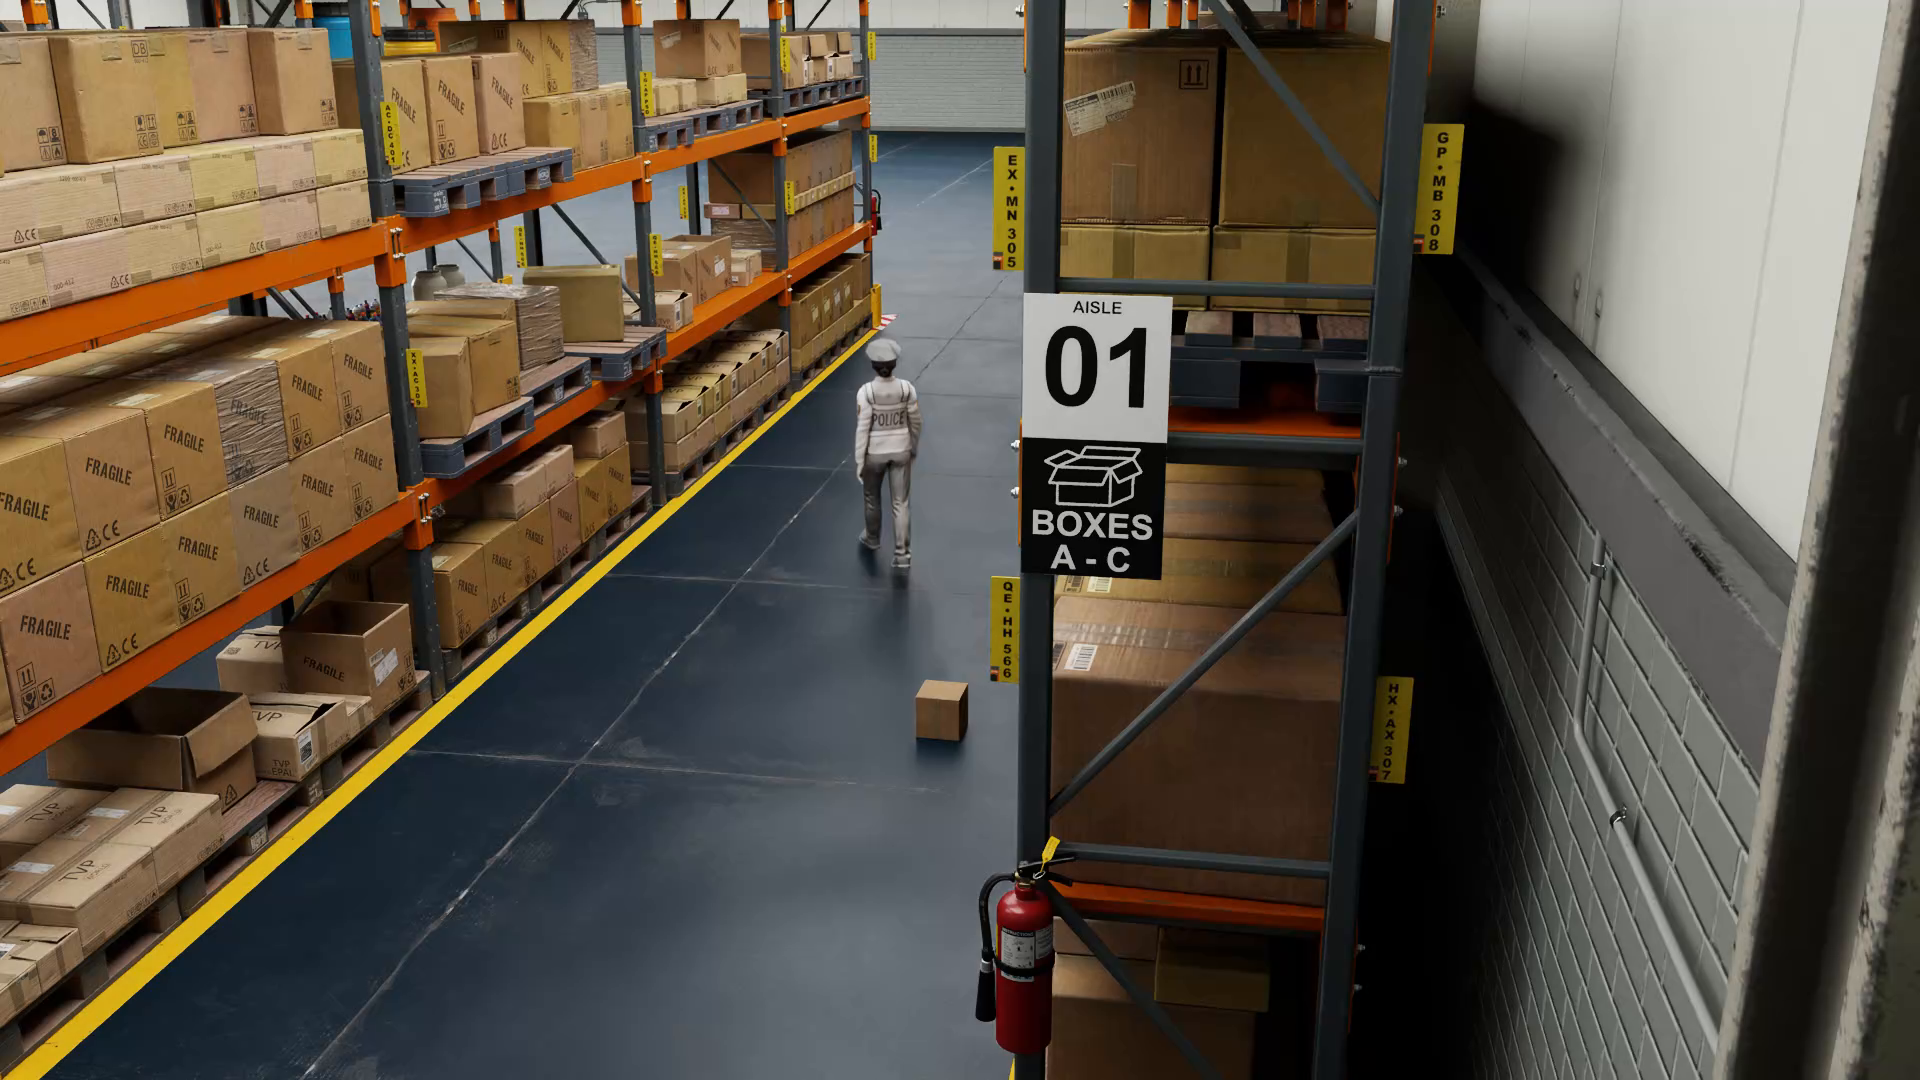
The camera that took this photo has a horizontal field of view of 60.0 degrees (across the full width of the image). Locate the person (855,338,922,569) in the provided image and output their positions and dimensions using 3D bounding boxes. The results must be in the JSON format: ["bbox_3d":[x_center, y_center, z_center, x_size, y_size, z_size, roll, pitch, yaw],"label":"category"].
[{"bbox_3d":[-0.522,-0.646,11.979,0.511,1.636,0.996,-3,18,-10],"label":"person"}]
